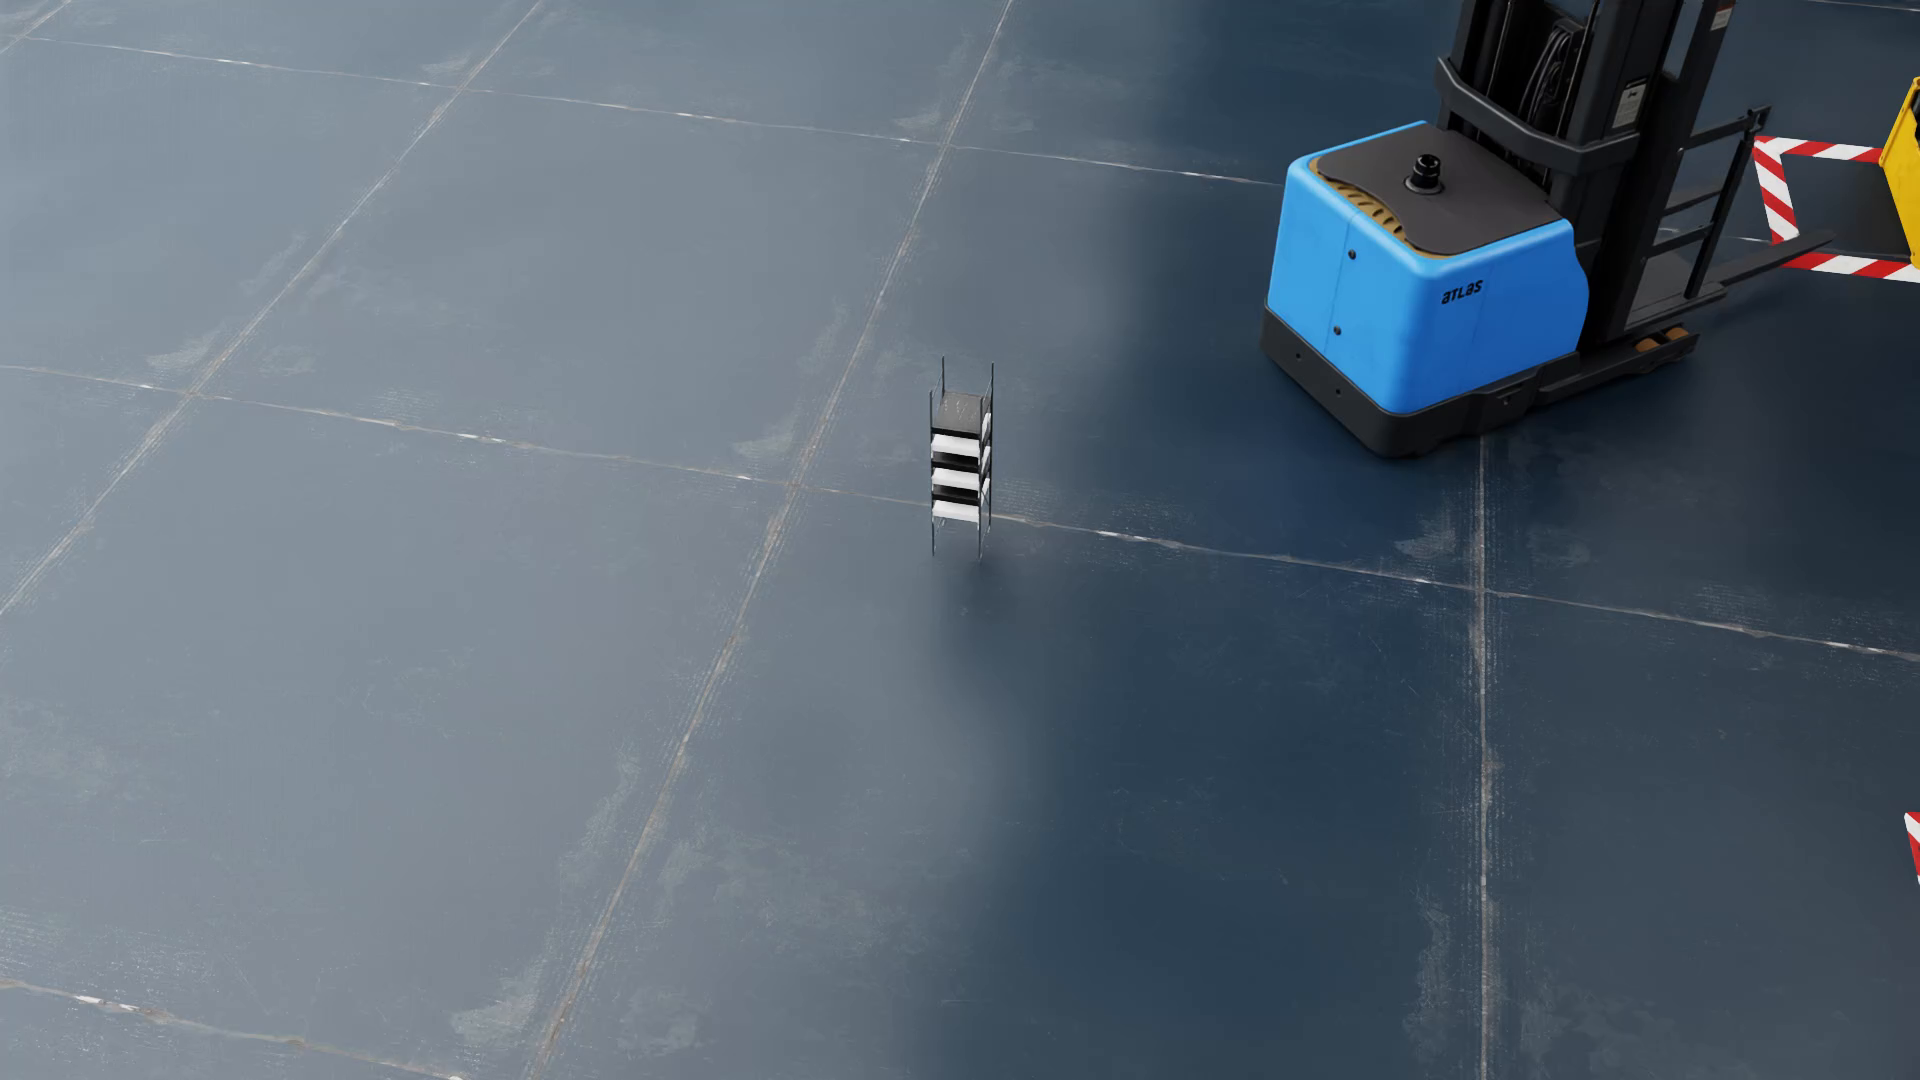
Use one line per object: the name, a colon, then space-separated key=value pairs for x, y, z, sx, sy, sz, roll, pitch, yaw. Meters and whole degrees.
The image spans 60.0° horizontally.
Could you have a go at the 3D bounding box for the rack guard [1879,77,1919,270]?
rack guard: x=5.271 y=-1.951 z=8.877 sx=0.348 sy=0.500 sz=1.175 roll=9 pitch=45 yaw=9

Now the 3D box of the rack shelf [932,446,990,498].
rack shelf: x=0.008 y=-0.299 z=6.920 sx=0.200 sy=0.077 sz=0.258 roll=9 pitch=45 yaw=9

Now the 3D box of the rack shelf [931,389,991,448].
rack shelf: x=0.008 y=-0.493 z=6.733 sx=0.200 sy=0.077 sz=0.258 roll=9 pitch=45 yaw=9

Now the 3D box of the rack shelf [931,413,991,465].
rack shelf: x=0.008 y=-0.429 z=6.795 sx=0.200 sy=0.077 sz=0.258 roll=9 pitch=45 yaw=9

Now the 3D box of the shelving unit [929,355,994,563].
shelving unit: x=0.008 y=-0.323 z=6.897 sx=0.210 sy=0.900 sz=0.258 roll=9 pitch=45 yaw=9

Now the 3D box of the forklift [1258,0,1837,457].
forklift: x=2.997 y=-2.165 z=7.346 sx=3.031 sy=2.935 sz=1.130 roll=-20 pitch=47 yaw=-20

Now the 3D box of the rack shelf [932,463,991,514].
rack shelf: x=0.008 y=-0.234 z=6.982 sx=0.200 sy=0.077 sz=0.258 roll=9 pitch=45 yaw=9

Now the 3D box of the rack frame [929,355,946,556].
rack frame: x=-0.091 y=-0.338 z=6.913 sx=0.006 sy=0.900 sz=0.240 roll=9 pitch=45 yaw=9

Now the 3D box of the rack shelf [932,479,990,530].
rack shelf: x=0.008 y=-0.169 z=7.045 sx=0.200 sy=0.077 sz=0.258 roll=9 pitch=45 yaw=9

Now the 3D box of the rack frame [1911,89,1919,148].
rack frame: x=5.197 y=-2.863 z=8.022 sx=0.127 sy=3.000 sz=1.000 roll=9 pitch=45 yaw=9

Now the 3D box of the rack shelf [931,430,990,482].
rack shelf: x=0.008 y=-0.364 z=6.857 sx=0.200 sy=0.077 sz=0.258 roll=9 pitch=45 yaw=9

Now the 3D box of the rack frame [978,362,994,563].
rack frame: x=0.107 y=-0.308 z=6.881 sx=0.006 sy=0.900 sz=0.240 roll=9 pitch=45 yaw=9
